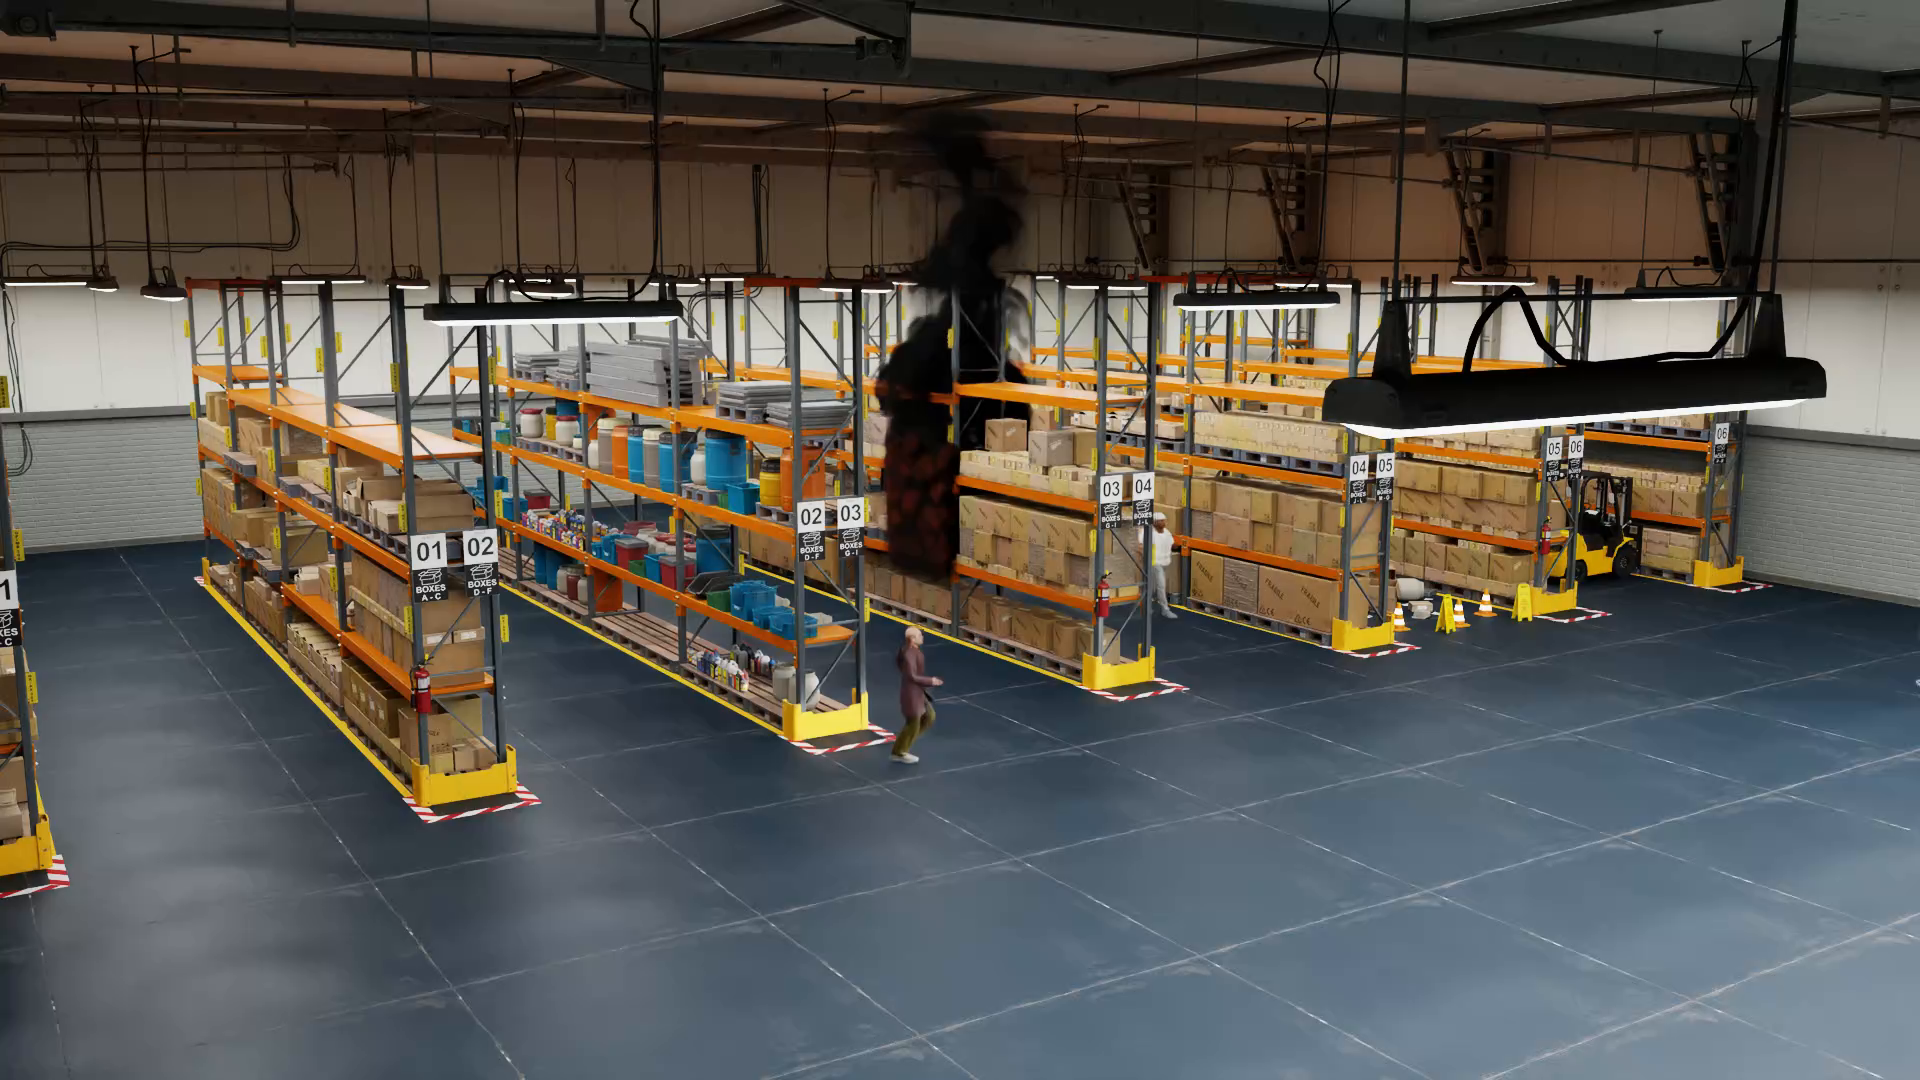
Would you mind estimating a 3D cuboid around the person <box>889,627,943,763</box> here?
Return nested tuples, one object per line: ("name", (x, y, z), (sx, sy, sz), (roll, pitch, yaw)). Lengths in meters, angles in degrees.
("person", (-0.554, 1.960, 21.124), (0.694, 1.756, 0.731), (0, 10, 1))

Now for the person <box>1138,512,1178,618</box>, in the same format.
("person", (3.413, 0.425, 28.372), (0.701, 1.807, 0.923), (-8, 13, -40))
